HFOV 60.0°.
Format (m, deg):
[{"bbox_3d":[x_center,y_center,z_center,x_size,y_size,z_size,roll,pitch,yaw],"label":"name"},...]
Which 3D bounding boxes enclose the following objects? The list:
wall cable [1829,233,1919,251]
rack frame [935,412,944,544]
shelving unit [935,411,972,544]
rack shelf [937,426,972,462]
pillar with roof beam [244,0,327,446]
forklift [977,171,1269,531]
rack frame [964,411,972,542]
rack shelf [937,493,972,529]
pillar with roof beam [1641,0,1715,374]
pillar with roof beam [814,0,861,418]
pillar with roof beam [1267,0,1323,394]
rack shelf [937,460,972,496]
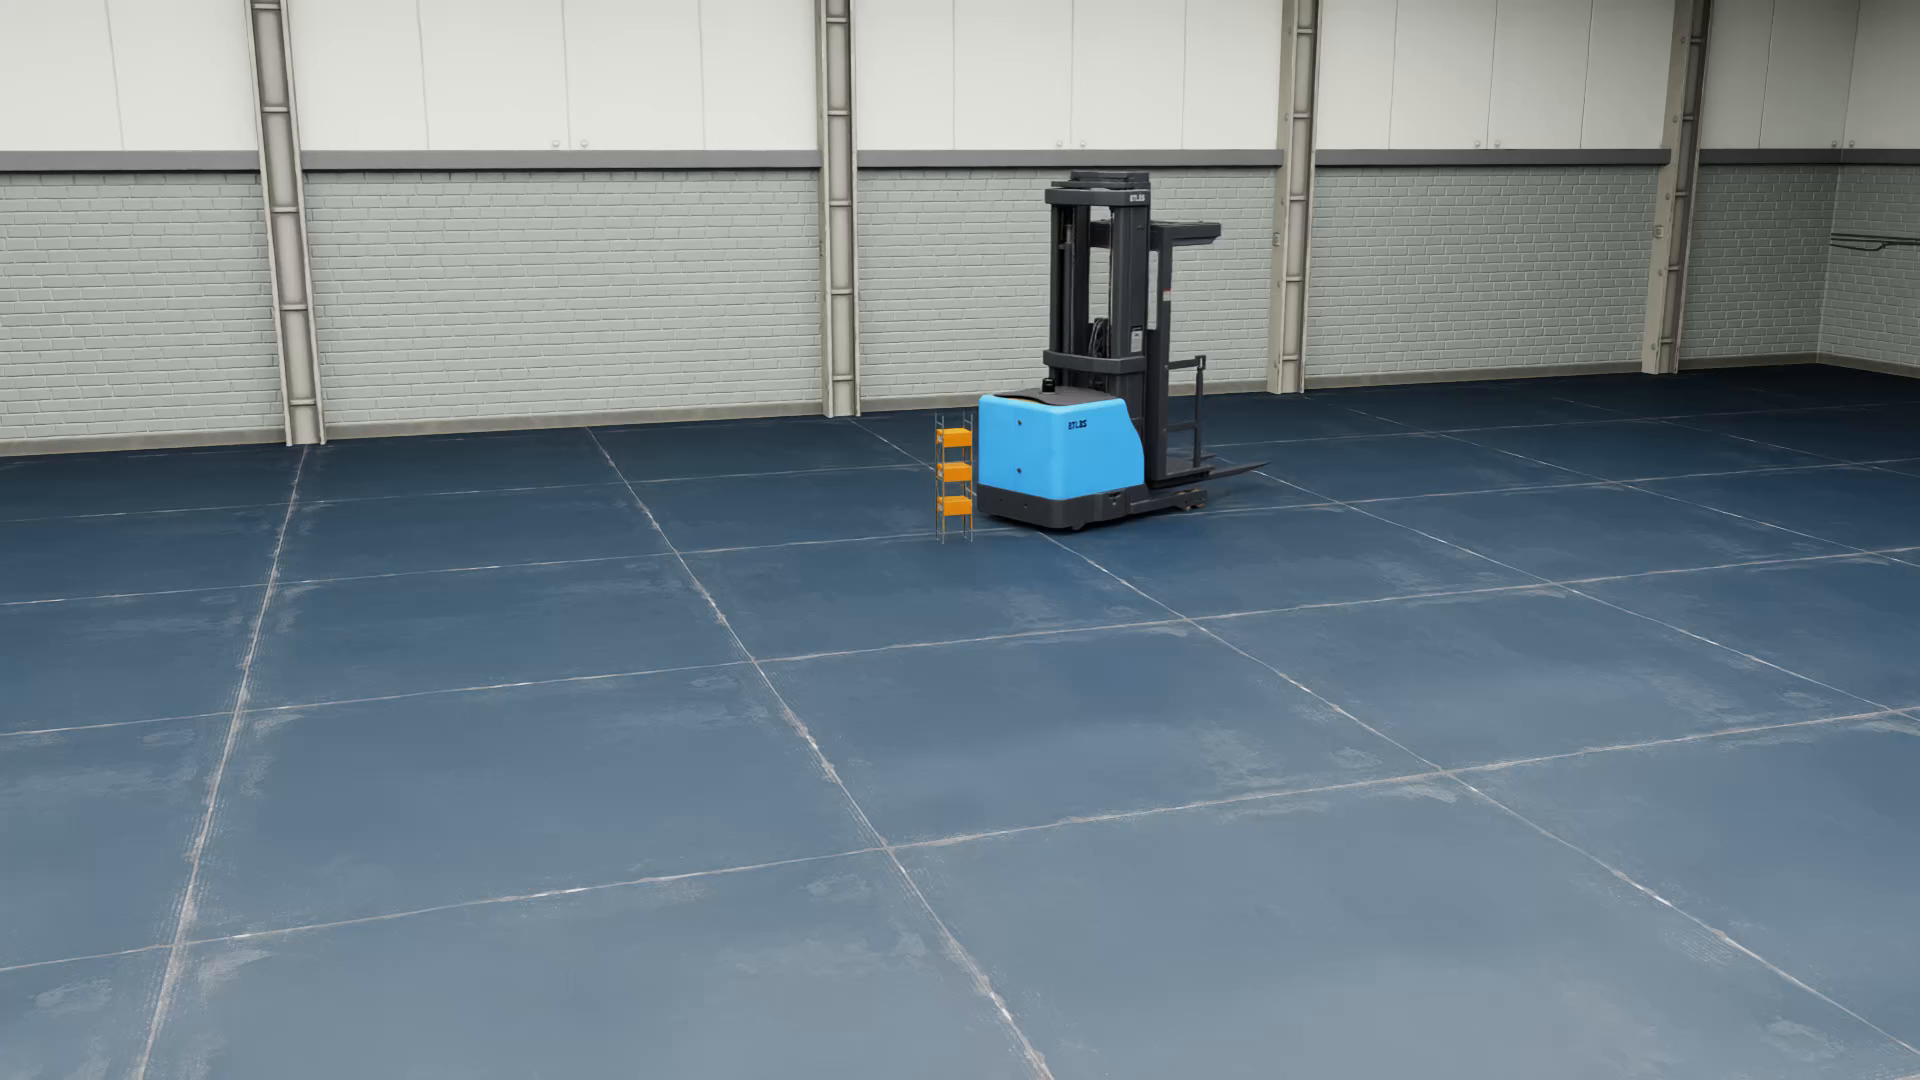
[{"bbox_3d":[13.165,-5.182,22.693,0.112,2.526,3.097,-4,14,-18],"label":"wall cable"},{"bbox_3d":[-0.166,-0.498,13.467,0.008,1.050,0.200,-4,14,-18],"label":"rack frame"},{"bbox_3d":[-0.051,-0.507,13.505,0.252,1.050,0.215,-4,14,-18],"label":"shelving unit"},{"bbox_3d":[-0.051,-0.773,13.441,0.240,0.259,0.215,-4,14,-18],"label":"rack shelf"},{"bbox_3d":[-5.736,-4.493,13.084,0.400,9.000,9.100,-4,14,-18],"label":"pillar with roof beam"},{"bbox_3d":[1.581,-1.765,14.729,3.031,2.935,1.130,-12,18,-40],"label":"forklift"},{"bbox_3d":[0.065,-0.516,13.543,0.008,1.050,0.200,-4,14,-18],"label":"rack frame"},{"bbox_3d":[-0.051,-0.226,13.571,0.240,0.259,0.215,-4,14,-18],"label":"rack shelf"},{"bbox_3d":[11.324,-5.821,18.669,0.400,9.000,9.100,-4,14,-18],"label":"pillar with roof beam"},{"bbox_3d":[-0.049,-4.936,14.946,0.400,9.000,9.100,-4,14,-18],"label":"pillar with roof beam"},{"bbox_3d":[5.637,-5.378,16.808,0.400,9.000,9.100,-4,14,-18],"label":"pillar with roof beam"},{"bbox_3d":[-0.051,-0.497,13.507,0.240,0.259,0.215,-4,14,-18],"label":"rack shelf"}]
